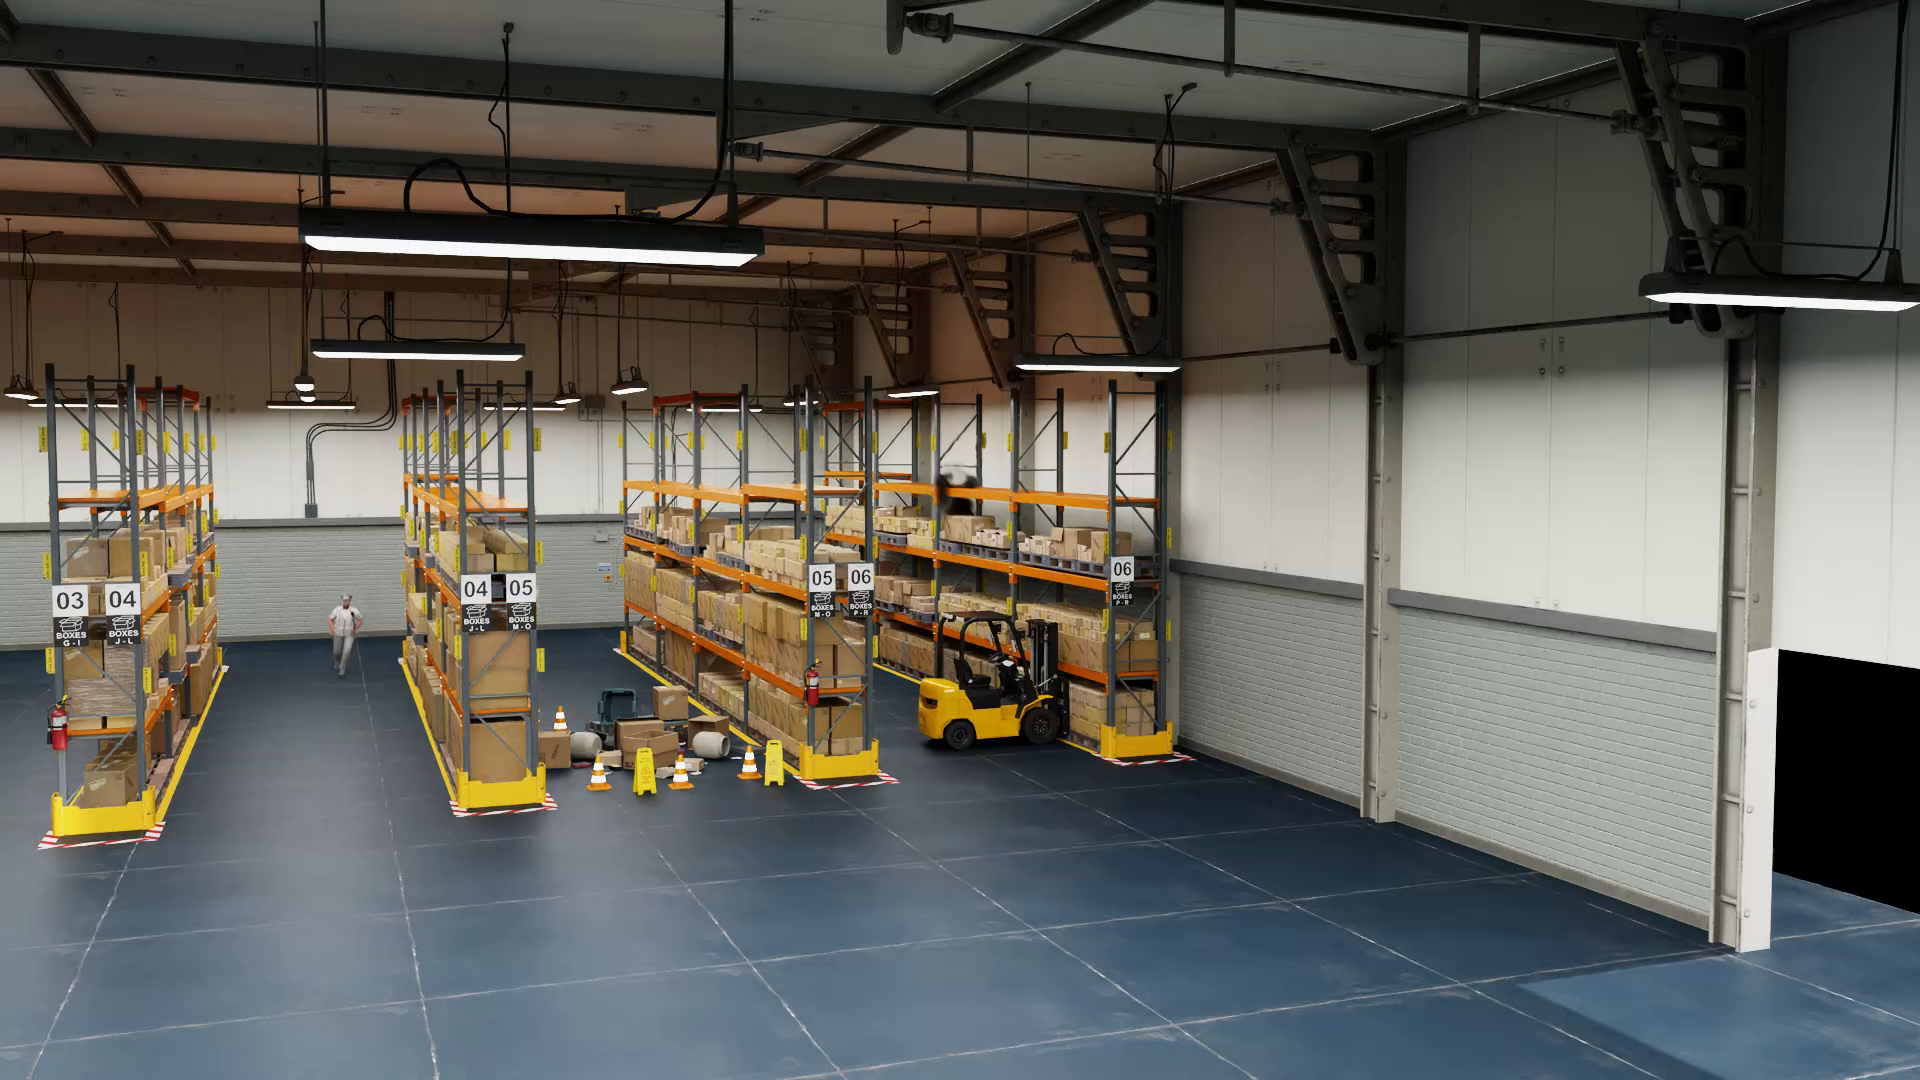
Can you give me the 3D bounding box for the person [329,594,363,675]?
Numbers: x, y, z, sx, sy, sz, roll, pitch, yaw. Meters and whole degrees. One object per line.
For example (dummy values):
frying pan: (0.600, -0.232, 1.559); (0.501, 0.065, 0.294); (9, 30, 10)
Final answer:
person: (-13.335, 2.031, 36.114); (0.694, 1.746, 0.619); (-1, 3, -16)
